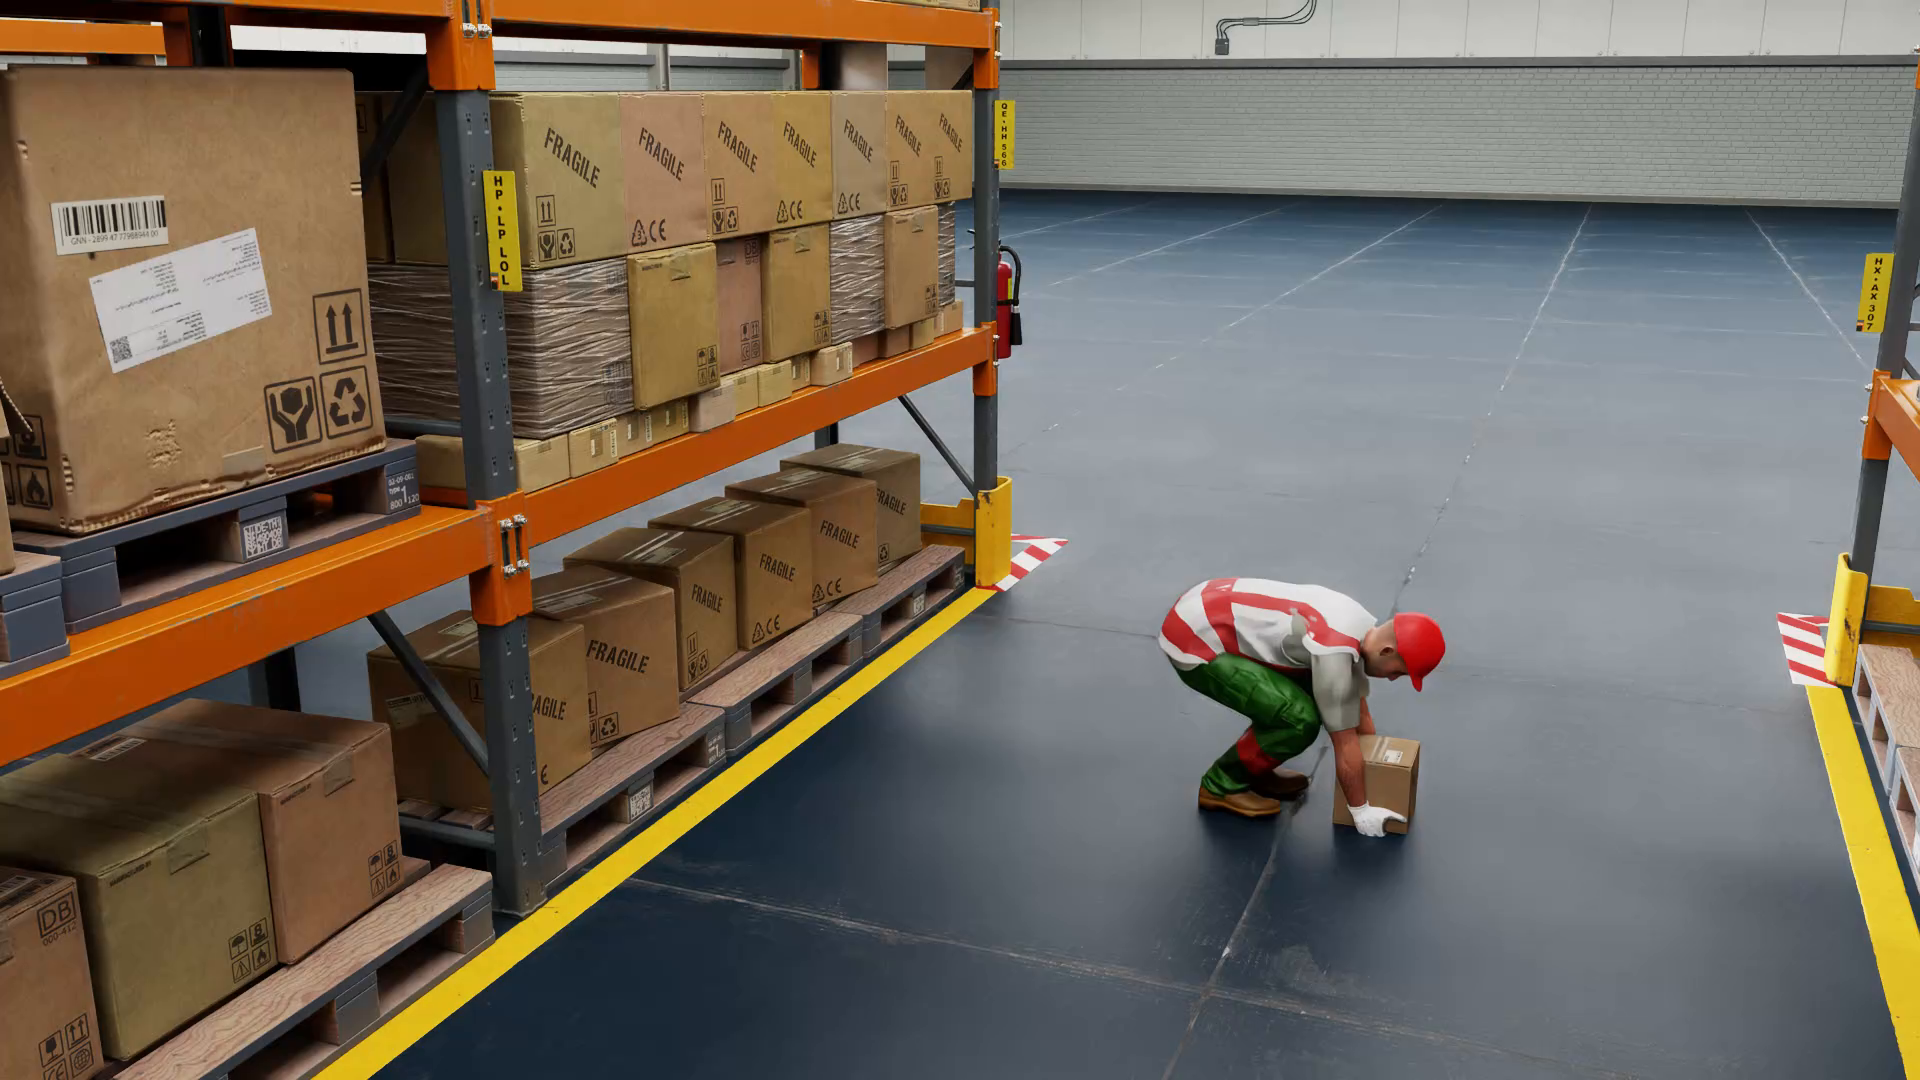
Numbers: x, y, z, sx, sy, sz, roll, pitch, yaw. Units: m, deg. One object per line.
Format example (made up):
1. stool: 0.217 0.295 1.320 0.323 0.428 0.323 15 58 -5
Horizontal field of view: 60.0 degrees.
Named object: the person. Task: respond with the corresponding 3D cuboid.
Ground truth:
1. person: 1.179 0.563 5.826 0.966 0.832 0.520 5 16 19
